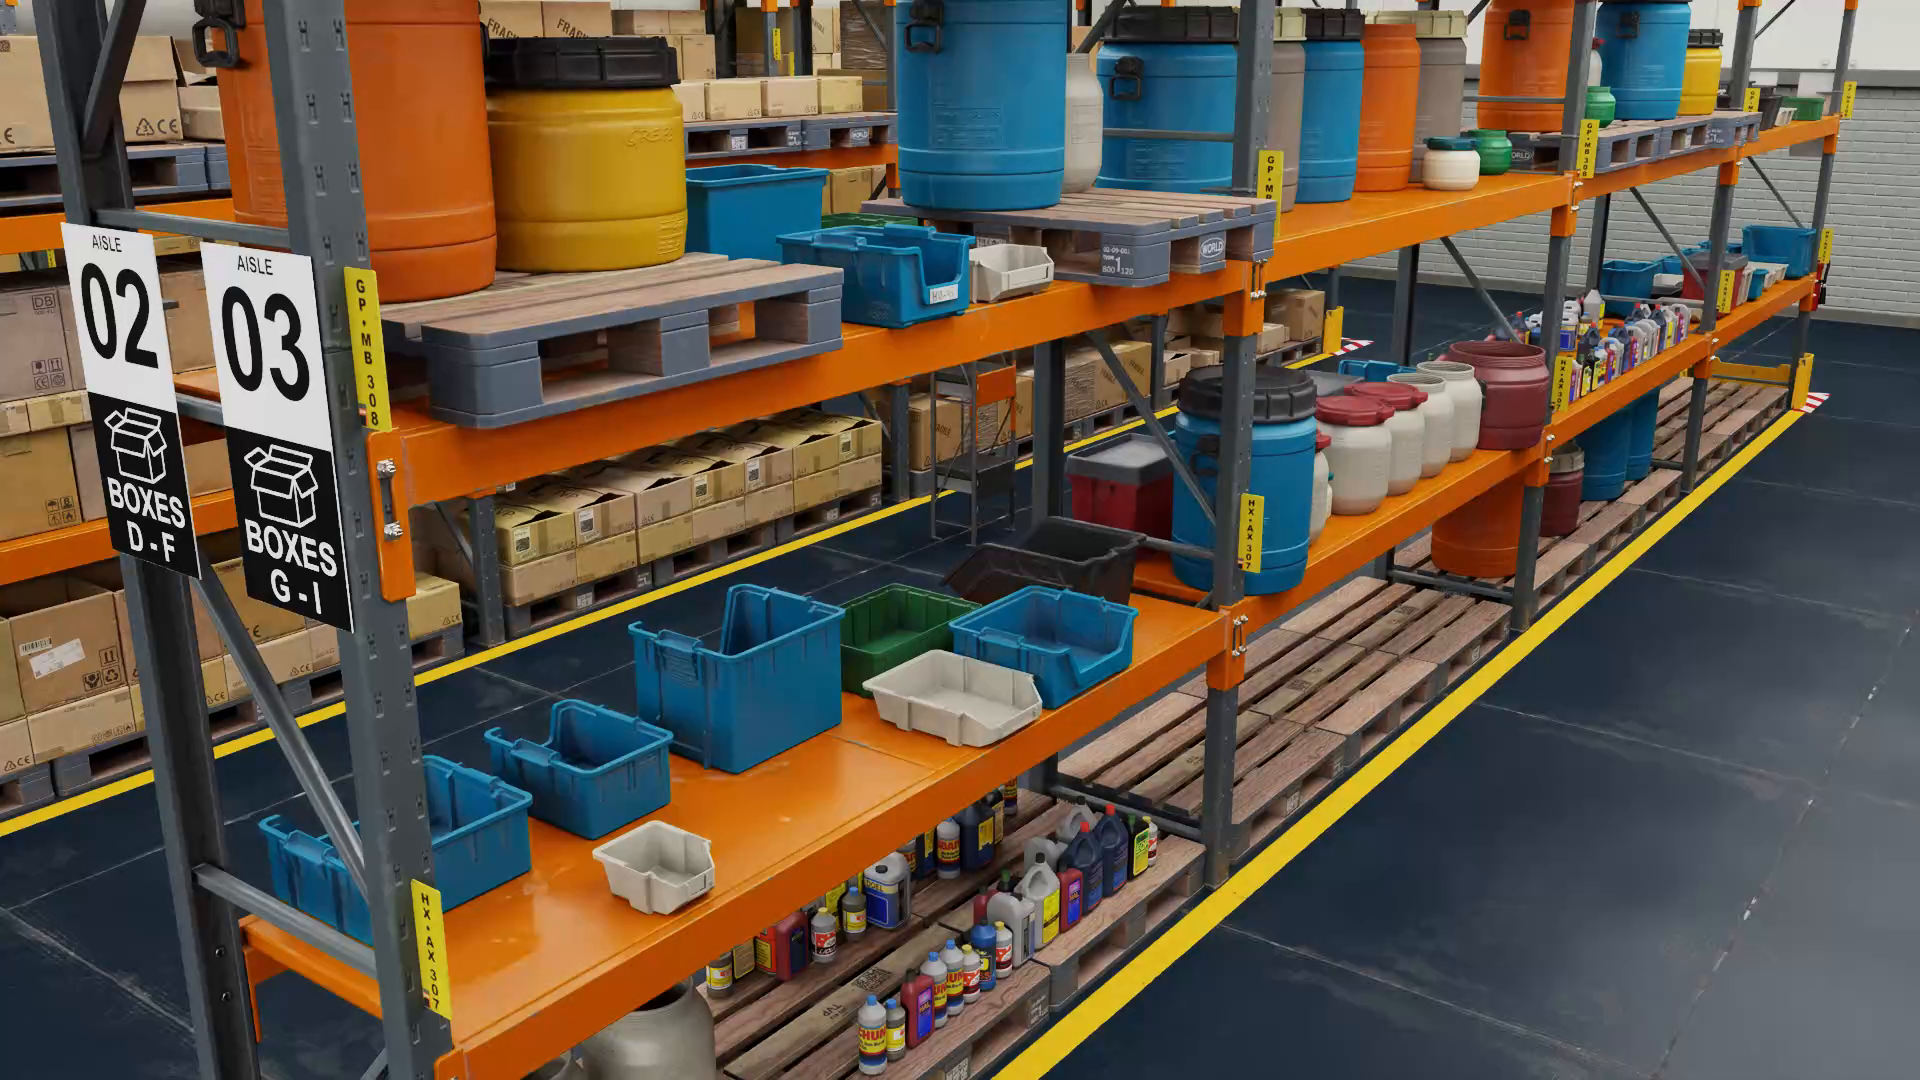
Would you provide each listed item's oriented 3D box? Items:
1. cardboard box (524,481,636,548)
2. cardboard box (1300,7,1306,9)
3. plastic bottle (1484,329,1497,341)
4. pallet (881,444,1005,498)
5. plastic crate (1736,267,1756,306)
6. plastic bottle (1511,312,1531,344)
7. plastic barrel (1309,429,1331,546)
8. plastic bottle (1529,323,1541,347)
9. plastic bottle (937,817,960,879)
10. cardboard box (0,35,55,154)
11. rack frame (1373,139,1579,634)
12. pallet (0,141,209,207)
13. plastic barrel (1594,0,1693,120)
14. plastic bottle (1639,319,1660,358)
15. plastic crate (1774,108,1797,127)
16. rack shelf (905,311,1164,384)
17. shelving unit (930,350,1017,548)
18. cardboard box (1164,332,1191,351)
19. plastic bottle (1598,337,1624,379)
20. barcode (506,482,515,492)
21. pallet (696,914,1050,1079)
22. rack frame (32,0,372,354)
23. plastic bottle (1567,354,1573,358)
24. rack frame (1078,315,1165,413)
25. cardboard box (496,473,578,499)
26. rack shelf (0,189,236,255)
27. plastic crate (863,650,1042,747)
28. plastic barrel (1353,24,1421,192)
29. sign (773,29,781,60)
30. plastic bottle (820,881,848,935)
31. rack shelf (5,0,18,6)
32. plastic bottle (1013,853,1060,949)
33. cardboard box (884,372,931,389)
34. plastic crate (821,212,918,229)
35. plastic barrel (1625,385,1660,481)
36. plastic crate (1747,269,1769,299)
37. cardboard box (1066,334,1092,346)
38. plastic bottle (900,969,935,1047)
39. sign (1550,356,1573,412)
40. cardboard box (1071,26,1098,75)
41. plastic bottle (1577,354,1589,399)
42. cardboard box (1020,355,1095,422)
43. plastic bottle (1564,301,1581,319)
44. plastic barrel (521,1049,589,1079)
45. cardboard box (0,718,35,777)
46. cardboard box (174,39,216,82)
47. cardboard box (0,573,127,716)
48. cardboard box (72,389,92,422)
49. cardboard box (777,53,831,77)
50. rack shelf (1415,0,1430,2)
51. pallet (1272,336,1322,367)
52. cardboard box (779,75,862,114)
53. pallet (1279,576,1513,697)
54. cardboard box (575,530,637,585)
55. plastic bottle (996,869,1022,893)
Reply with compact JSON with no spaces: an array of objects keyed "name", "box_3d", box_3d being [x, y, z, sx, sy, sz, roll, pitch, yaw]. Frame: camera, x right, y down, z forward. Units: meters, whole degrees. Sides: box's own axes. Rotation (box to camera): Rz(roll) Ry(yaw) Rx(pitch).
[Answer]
[{"name":"cardboard box","box_3d":[-2.472,-0.199,10.811,0.500,0.311,0.500,12,21,34]},{"name":"cardboard box","box_3d":[3.270,-5.458,17.849,0.700,0.500,0.500,12,21,35]},{"name":"plastic bottle","box_3d":[3.718,-1.336,11.686,0.061,0.283,0.133,12,21,35]},{"name":"pallet","box_3d":[-0.362,-0.664,14.025,1.003,0.211,1.213,12,21,35]},{"name":"plastic crate","box_3d":[6.579,-2.204,14.382,0.437,0.282,0.530,12,21,35]},{"name":"plastic bottle","box_3d":[4.036,-1.475,12.018,0.144,0.351,0.185,12,21,35]},{"name":"plastic barrel","box_3d":[1.501,-0.249,7.760,0.433,0.535,0.433,0,17,0]},{"name":"plastic bottle","box_3d":[4.159,-1.426,11.995,0.097,0.271,0.097,0,17,0]},{"name":"plastic bottle","box_3d":[-0.049,1.272,6.947,0.097,0.271,0.097,0,17,0]},{"name":"cardboard box","box_3d":[-4.395,-2.014,7.500,0.500,0.500,0.500,12,21,35]},{"name":"rack frame","box_3d":[3.138,-0.948,10.239,1.000,3.000,0.127,12,21,35]},{"name":"pallet","box_3d":[-4.436,-1.765,7.960,1.003,0.211,1.213,12,21,35]},{"name":"plastic barrel","box_3d":[4.628,-3.340,11.329,0.600,0.901,0.708,12,21,35]},{"name":"plastic bottle","box_3d":[5.028,-1.483,12.172,0.152,0.276,0.135,12,21,35]},{"name":"plastic crate","box_3d":[6.873,-3.624,14.243,0.437,0.136,0.530,12,21,35]},{"name":"rack shelf","box_3d":[0.354,-1.957,14.701,1.077,0.370,4.000,12,21,35]},{"name":"shelving unit","box_3d":[0.099,-1.042,12.059,0.431,2.100,0.503,12,21,35]},{"name":"cardboard box","box_3d":[2.104,-2.067,17.635,0.500,0.311,0.500,12,21,35]},{"name":"plastic bottle","box_3d":[4.482,-1.265,11.469,0.152,0.276,0.135,12,21,35]},{"name":"barcode","box_3d":[-2.734,-0.334,10.114,0.001,0.075,0.075,12,21,35]},{"name":"pallet","box_3d":[-0.405,1.781,6.153,1.003,0.211,1.213,12,21,35]},{"name":"rack frame","box_3d":[-1.628,-1.908,3.213,1.000,3.000,0.127,12,21,35]},{"name":"plastic bottle","box_3d":[3.974,-1.076,10.869,0.097,0.271,0.097,0,17,0]},{"name":"rack frame","box_3d":[1.546,-2.777,16.128,1.000,3.000,0.127,12,21,35]},{"name":"cardboard box","box_3d":[-2.905,-0.299,11.131,0.500,0.311,0.500,13,22,36]},{"name":"rack shelf","box_3d":[-4.413,-1.484,8.120,1.077,0.370,4.000,12,21,35]},{"name":"plastic crate","box_3d":[-0.009,0.562,5.820,0.530,0.136,0.437,12,21,35]},{"name":"plastic barrel","box_3d":[2.085,-2.273,8.722,0.600,0.830,0.708,12,21,35]},{"name":"sign","box_3d":[-1.993,-5.388,18.074,0.100,0.325,0.005,12,21,35]},{"name":"plastic bottle","box_3d":[-0.536,1.369,6.502,0.144,0.351,0.185,13,22,37]},{"name":"rack shelf","box_3d":[-6.010,-4.553,13.618,1.077,0.370,4.000,12,21,35]},{"name":"plastic bottle","box_3d":[0.296,1.387,6.446,0.144,0.351,0.185,12,21,34]},{"name":"cardboard box","box_3d":[-0.439,-1.477,14.151,0.500,0.250,0.500,13,22,37]},{"name":"plastic crate","box_3d":[-0.404,-0.999,5.702,0.336,0.188,0.450,12,21,35]},{"name":"plastic barrel","box_3d":[5.184,-0.973,13.148,0.600,0.901,0.708,12,21,35]},{"name":"plastic crate","box_3d":[6.887,-2.268,14.669,0.416,0.233,0.300,12,21,35]},{"name":"cardboard box","box_3d":[1.062,-1.721,16.201,0.500,0.500,0.500,11,21,32]},{"name":"plastic bottle","box_3d":[-0.148,1.617,5.817,0.061,0.283,0.133,13,21,36]},{"name":"sign","box_3d":[3.584,-0.930,9.907,0.100,0.325,0.005,12,21,35]},{"name":"cardboard box","box_3d":[0.807,-4.235,14.721,0.600,0.600,0.600,12,21,34]},{"name":"plastic bottle","box_3d":[4.048,-1.072,10.836,0.061,0.283,0.133,12,21,35]},{"name":"cardboard box","box_3d":[0.882,-1.389,15.133,0.500,0.500,0.500,13,21,35]},{"name":"plastic bottle","box_3d":[4.722,-1.711,12.906,0.152,0.276,0.135,12,21,35]},{"name":"plastic barrel","box_3d":[-1.298,1.775,4.958,0.421,0.512,0.421,0,17,0]},{"name":"cardboard box","box_3d":[-4.811,0.986,7.940,0.500,0.250,0.500,12,21,35]},{"name":"cardboard box","box_3d":[-6.077,-3.837,13.606,0.500,0.500,0.500,12,21,33]},{"name":"cardboard box","box_3d":[-4.522,0.506,8.219,0.500,0.500,0.500,12,21,35]},{"name":"cardboard box","box_3d":[-4.281,-0.698,8.170,0.380,0.149,0.250,13,21,35]},{"name":"cardboard box","box_3d":[-1.811,-5.379,18.824,0.500,0.250,0.500,12,21,35]},{"name":"rack shelf","box_3d":[1.947,-2.802,7.981,1.077,0.370,4.000,12,21,35]},{"name":"pallet","box_3d":[3.410,-2.190,18.939,1.003,0.211,1.213,12,21,35]},{"name":"cardboard box","box_3d":[-1.063,-3.268,12.195,0.500,0.250,0.500,11,20,31]},{"name":"pallet","box_3d":[2.646,0.561,10.080,1.003,0.211,1.213,12,21,35]},{"name":"cardboard box","box_3d":[-2.476,0.067,10.897,0.500,0.250,0.500,13,22,36]},{"name":"plastic bottle","box_3d":[0.198,1.407,6.494,0.061,0.283,0.133,12,21,35]}]
